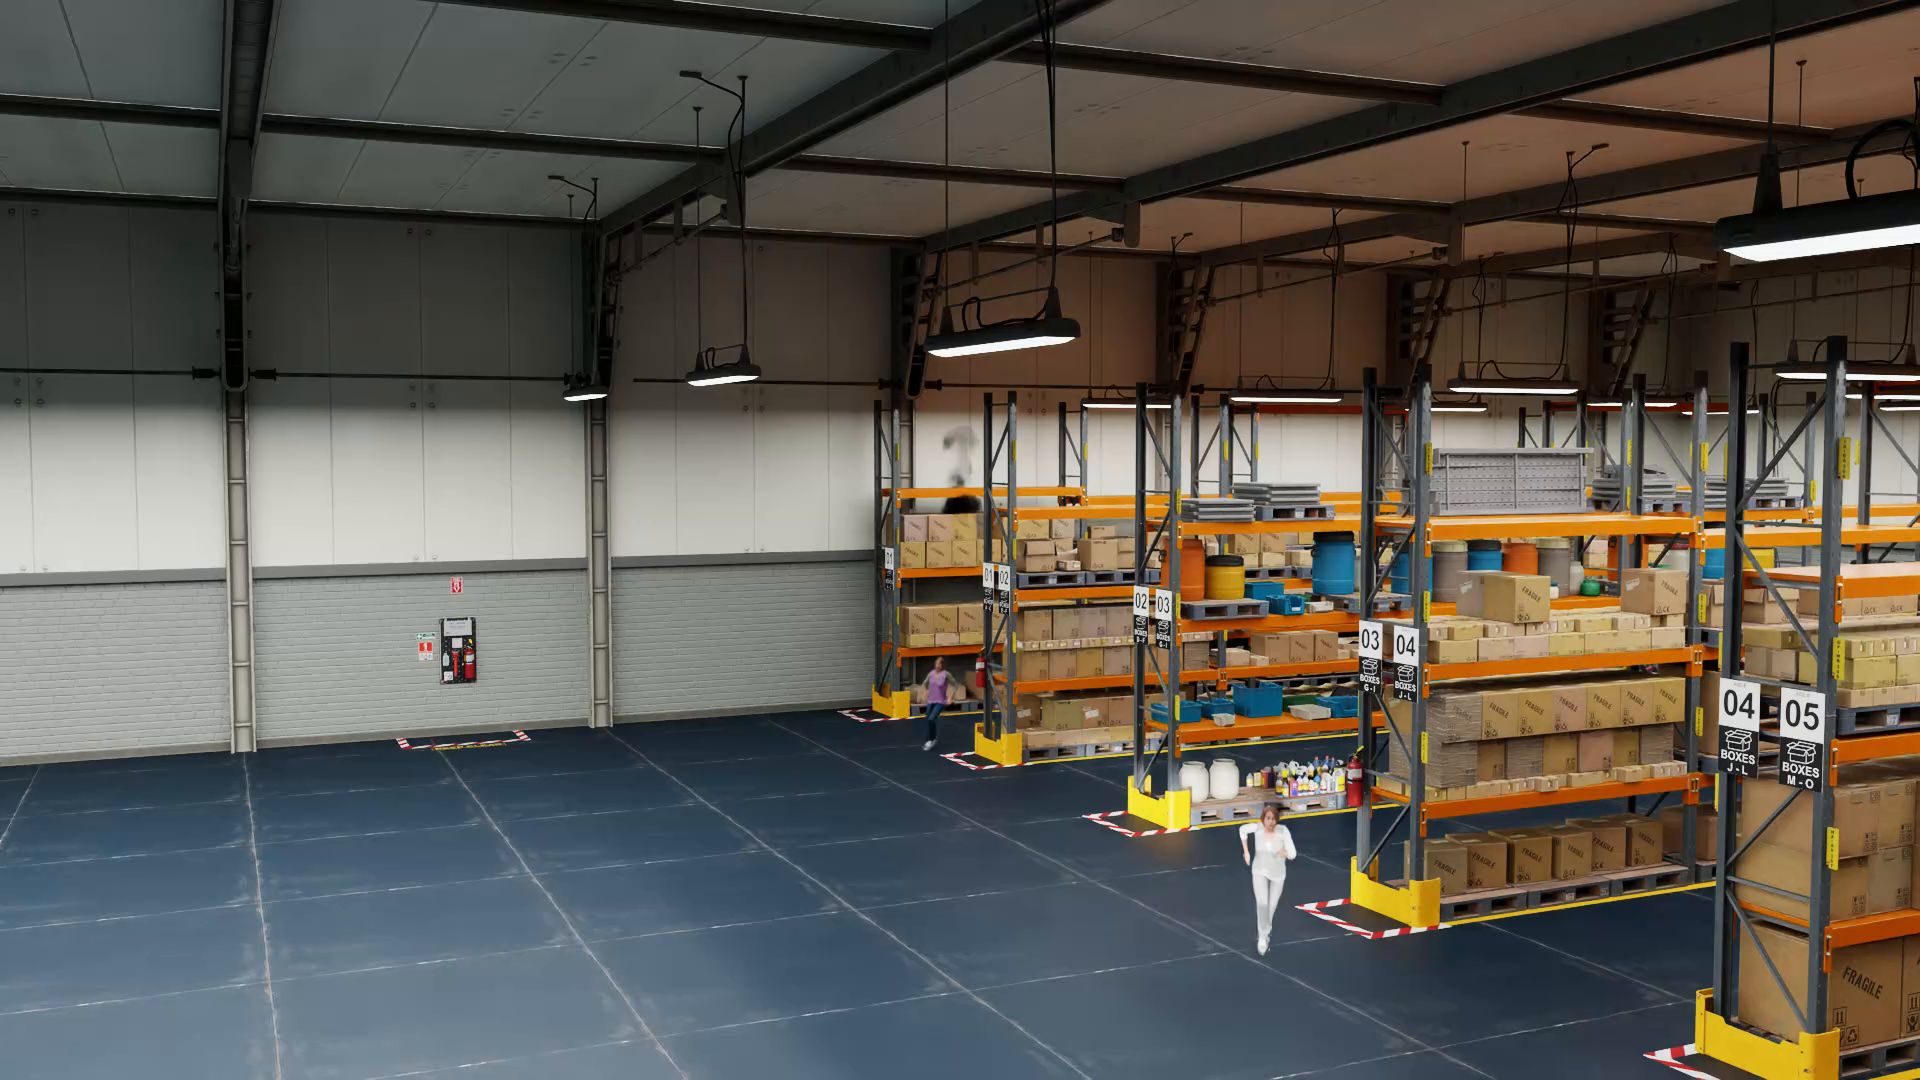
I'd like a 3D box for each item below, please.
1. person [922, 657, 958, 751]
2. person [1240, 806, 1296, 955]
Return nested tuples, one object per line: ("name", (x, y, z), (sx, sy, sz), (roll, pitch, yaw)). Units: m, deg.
("person", (-0.376, 2.755, 27.997), (0.601, 1.582, 0.611), (2, 4, 30))
("person", (3.099, 3.395, 16.768), (0.527, 1.531, 0.842), (0, 3, 2))
